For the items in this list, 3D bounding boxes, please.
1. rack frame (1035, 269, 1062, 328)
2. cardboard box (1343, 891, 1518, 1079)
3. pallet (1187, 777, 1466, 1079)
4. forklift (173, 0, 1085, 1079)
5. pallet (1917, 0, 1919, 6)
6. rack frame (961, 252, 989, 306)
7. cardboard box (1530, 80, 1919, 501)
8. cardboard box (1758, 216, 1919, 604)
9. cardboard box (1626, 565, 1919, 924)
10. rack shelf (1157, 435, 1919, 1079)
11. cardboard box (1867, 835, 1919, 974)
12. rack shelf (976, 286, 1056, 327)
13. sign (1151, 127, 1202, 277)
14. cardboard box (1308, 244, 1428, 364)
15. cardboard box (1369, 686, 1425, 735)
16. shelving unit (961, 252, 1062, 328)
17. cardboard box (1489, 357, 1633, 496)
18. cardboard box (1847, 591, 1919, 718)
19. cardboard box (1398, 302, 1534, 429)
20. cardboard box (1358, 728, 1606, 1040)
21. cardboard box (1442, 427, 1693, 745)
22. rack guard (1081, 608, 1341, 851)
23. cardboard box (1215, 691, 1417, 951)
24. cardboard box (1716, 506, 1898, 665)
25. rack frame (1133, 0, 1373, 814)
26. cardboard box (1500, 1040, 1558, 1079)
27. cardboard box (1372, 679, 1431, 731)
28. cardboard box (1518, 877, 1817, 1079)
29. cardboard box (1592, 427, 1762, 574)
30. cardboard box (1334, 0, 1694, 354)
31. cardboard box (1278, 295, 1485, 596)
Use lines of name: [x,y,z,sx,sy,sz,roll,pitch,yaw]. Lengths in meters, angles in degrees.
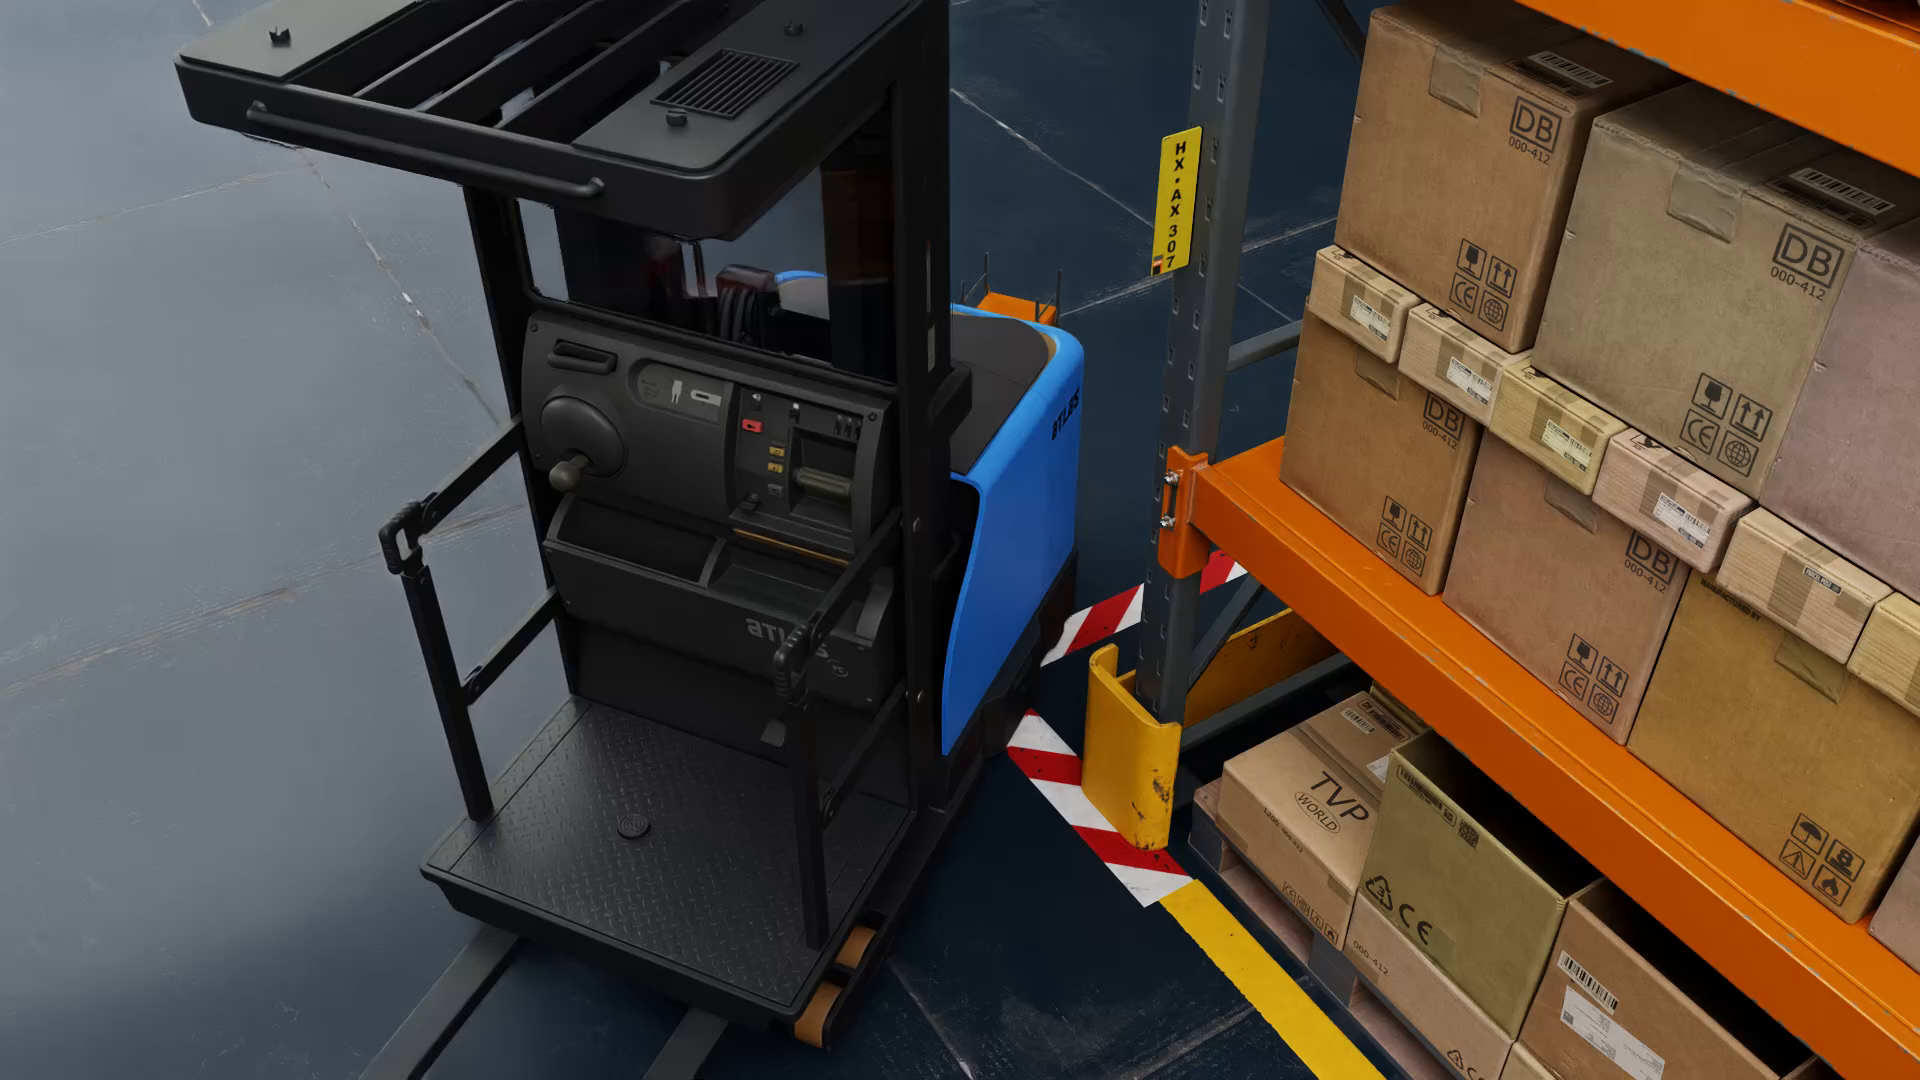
rack frame: [0.269,-0.372,5.376,0.008,1.050,0.200,16,42,18]
cardboard box: [1.301,0.991,4.037,0.500,0.250,0.500,-22,45,-24]
pallet: [1.375,0.931,4.468,1.003,0.211,1.213,-22,45,-24]
forklift: [-0.687,-0.163,3.656,1.130,2.935,3.031,16,42,18]
pallet: [1.947,-0.607,1.861,1.003,0.211,1.213,-22,45,-24]
rack frame: [0.046,-0.435,5.452,0.008,1.050,0.200,16,42,18]
cardboard box: [1.485,-0.508,2.925,0.700,0.500,0.500,-23,45,-25]
cardboard box: [1.756,-0.237,2.599,0.700,0.500,0.500,-22,45,-24]
cardboard box: [1.717,0.231,3.051,0.700,0.500,0.500,-22,45,-24]
rack shelf: [2.004,0.817,2.988,1.077,0.370,4.000,-22,45,-24]
cardboard box: [2.004,0.514,2.712,0.700,0.500,0.500,-21,44,-23]
rack shelf: [0.158,-0.614,5.240,0.240,0.259,0.215,16,42,18]
sign: [0.457,-0.714,3.525,0.100,0.325,0.005,-22,45,-24]
cardboard box: [0.958,-0.540,3.470,0.380,0.149,0.250,-23,45,-25]
cardboard box: [1.466,0.544,4.574,0.500,0.250,0.500,-22,45,-24]
shelving unit: [0.158,-0.404,5.414,0.252,1.050,0.215,16,42,18]
cardboard box: [1.235,-0.264,3.138,0.380,0.149,0.250,-22,45,-24]
cardboard box: [1.652,0.154,2.637,0.380,0.149,0.250,-23,45,-25]
cardboard box: [1.102,-0.399,3.300,0.380,0.149,0.250,-23,45,-25]
cardboard box: [1.300,0.704,3.796,0.500,0.500,0.500,-22,45,-24]
cardboard box: [1.455,-0.039,3.375,0.700,0.500,0.500,-21,44,-23]
rack guard: [0.916,0.409,4.869,1.175,0.500,0.348,-22,45,-24]
cardboard box: [1.029,0.723,4.360,0.500,0.250,0.500,-22,45,-24]
cardboard box: [1.514,0.016,2.802,0.380,0.149,0.250,-24,45,-26]
rack frame: [0.929,-0.539,4.053,1.000,3.000,0.127,-22,45,-24]
cardboard box: [1.570,1.261,3.713,0.500,0.250,0.500,-22,45,-24]
cardboard box: [1.468,0.255,4.334,0.500,0.500,0.500,-22,45,-24]
cardboard box: [1.579,0.969,3.478,0.500,0.500,0.500,-22,45,-24]
cardboard box: [1.369,-0.127,2.974,0.380,0.149,0.250,-23,45,-25]
cardboard box: [1.197,-0.790,3.264,0.700,0.500,0.500,-22,45,-24]
cardboard box: [1.169,-0.321,3.713,0.700,0.500,0.500,-22,45,-24]
